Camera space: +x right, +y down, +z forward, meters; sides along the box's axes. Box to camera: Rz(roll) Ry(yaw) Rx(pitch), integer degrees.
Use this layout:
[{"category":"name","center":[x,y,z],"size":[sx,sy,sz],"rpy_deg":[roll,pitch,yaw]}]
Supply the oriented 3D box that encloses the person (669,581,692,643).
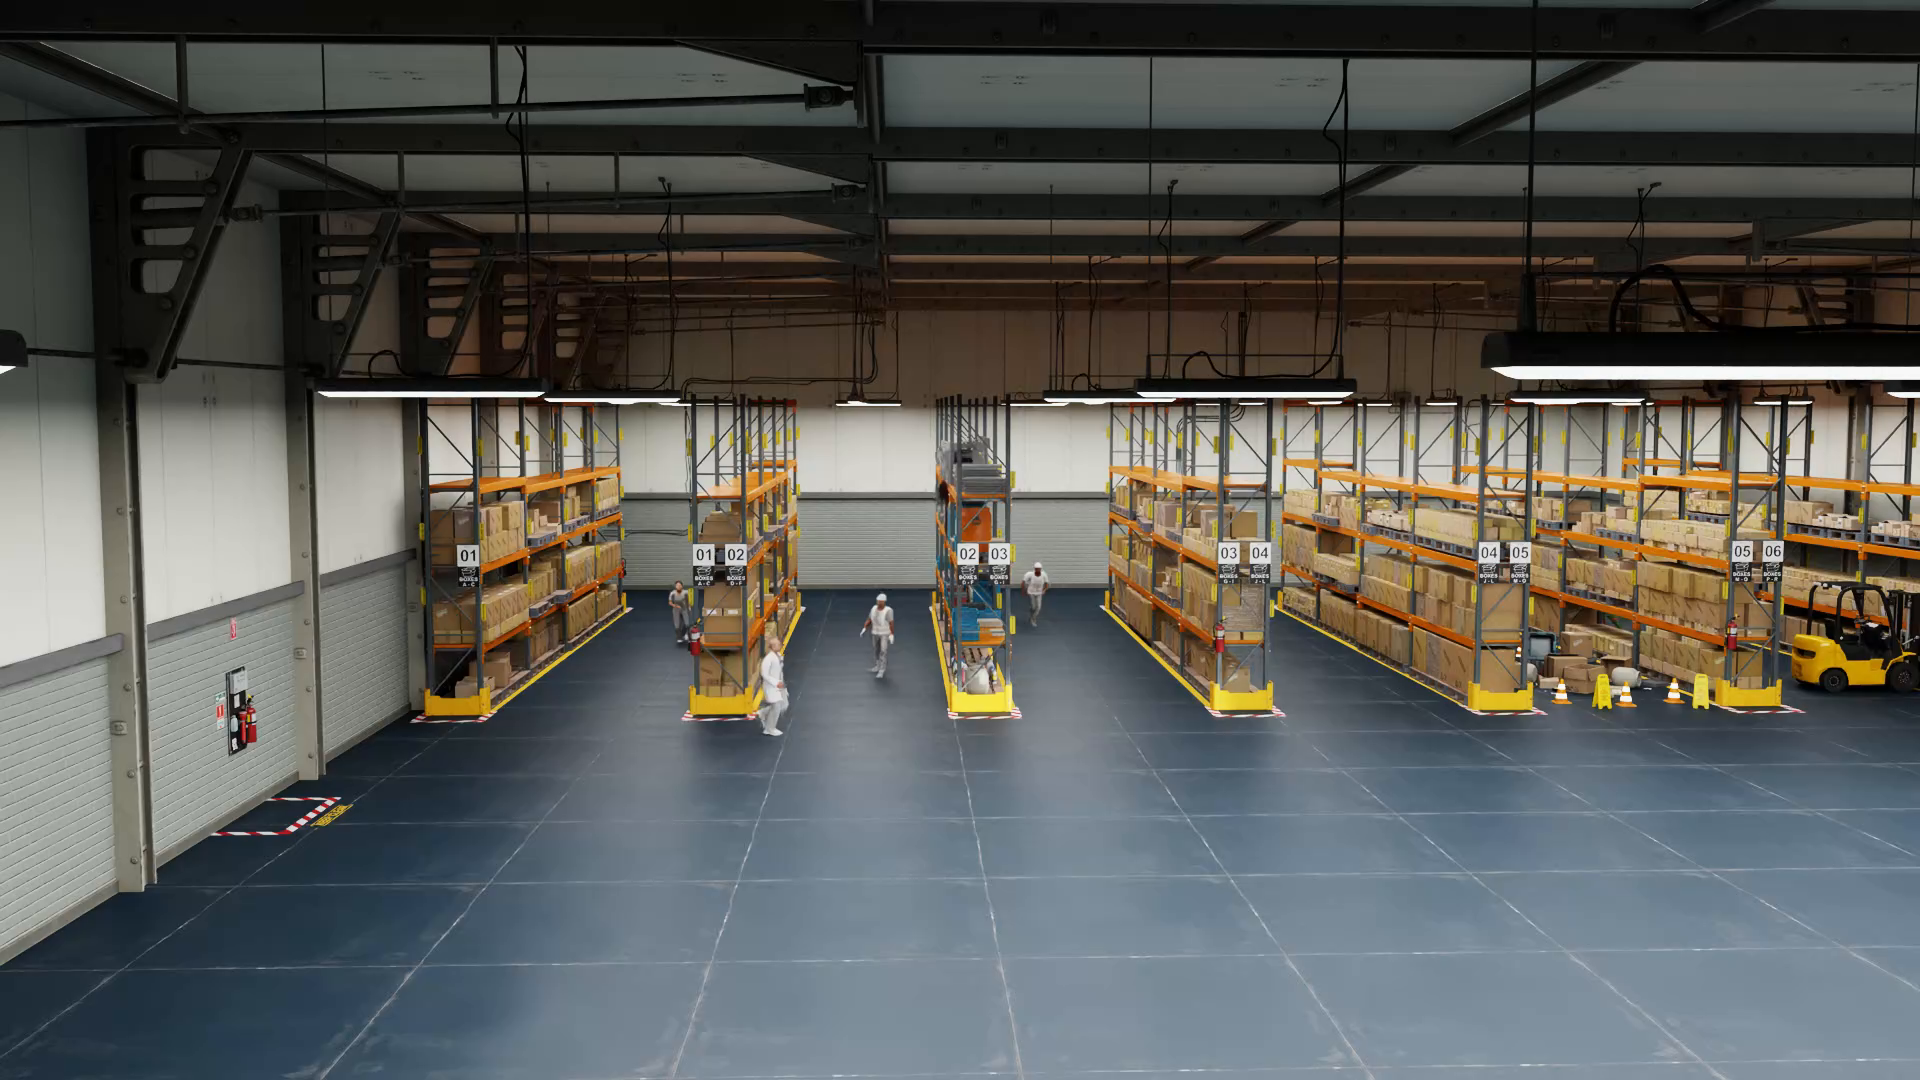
[{"category":"person","center":[-6.823,1.758,40.573],"size":[0.562,1.559,0.741],"rpy_deg":[-1,5,-15]}]

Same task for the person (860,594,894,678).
[{"category":"person","center":[-1.756,2.033,35.787],"size":[0.767,1.775,0.771],"rpy_deg":[2,5,28]}]

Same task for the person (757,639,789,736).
[{"category":"person","center":[-3.323,2.573,29.136],"size":[0.632,1.722,0.703],"rpy_deg":[2,5,20]}]

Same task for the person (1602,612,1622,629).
[{"category":"person","center":[16.379,1.551,41.976],"size":[0.669,1.747,0.900],"rpy_deg":[-1,5,-12]}]

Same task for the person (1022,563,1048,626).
[{"category":"person","center":[1.991,1.427,43.924],"size":[0.694,1.694,0.701],"rpy_deg":[-2,5,-19]}]
